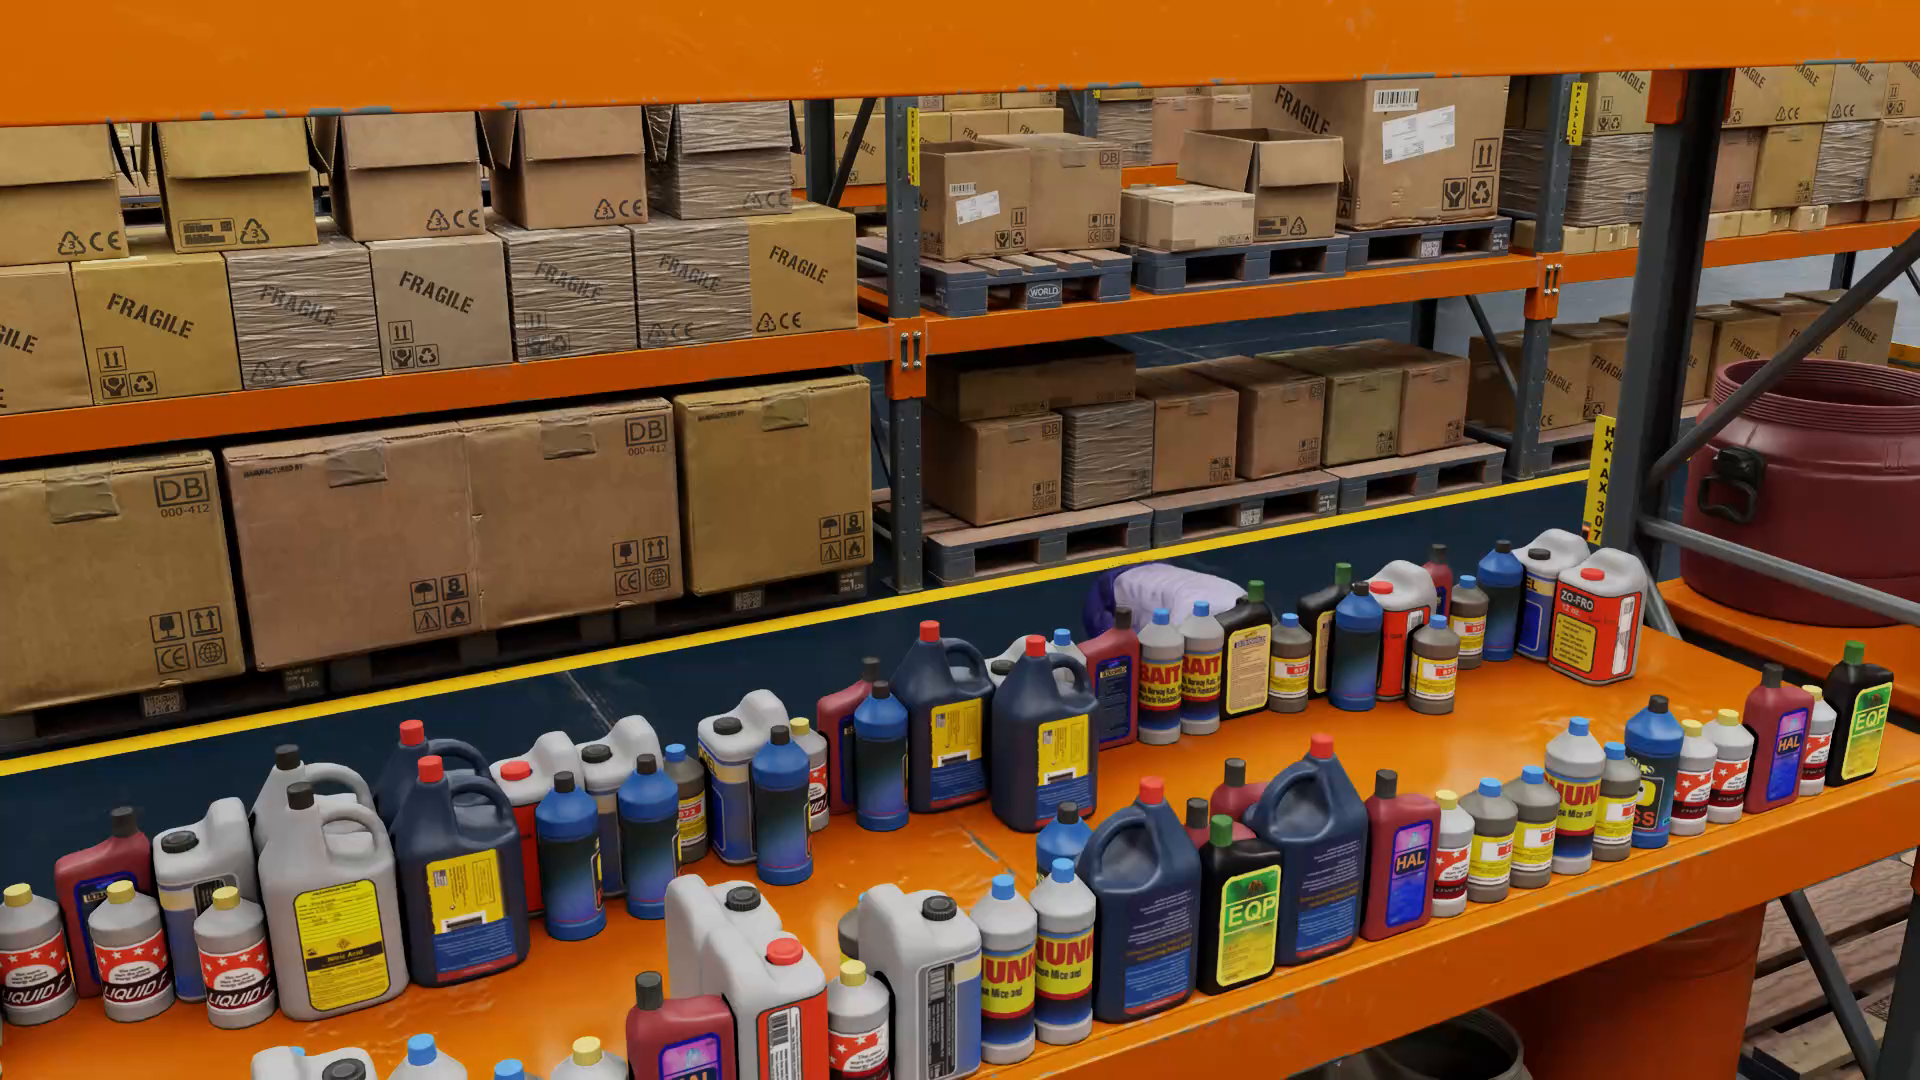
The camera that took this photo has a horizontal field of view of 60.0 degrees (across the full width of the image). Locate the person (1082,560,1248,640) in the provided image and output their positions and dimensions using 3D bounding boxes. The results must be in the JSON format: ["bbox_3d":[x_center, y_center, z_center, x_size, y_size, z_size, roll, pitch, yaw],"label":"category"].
[{"bbox_3d":[0.791,0.443,6.233,0.509,0.723,0.717,-10,21,-28],"label":"person"}]
